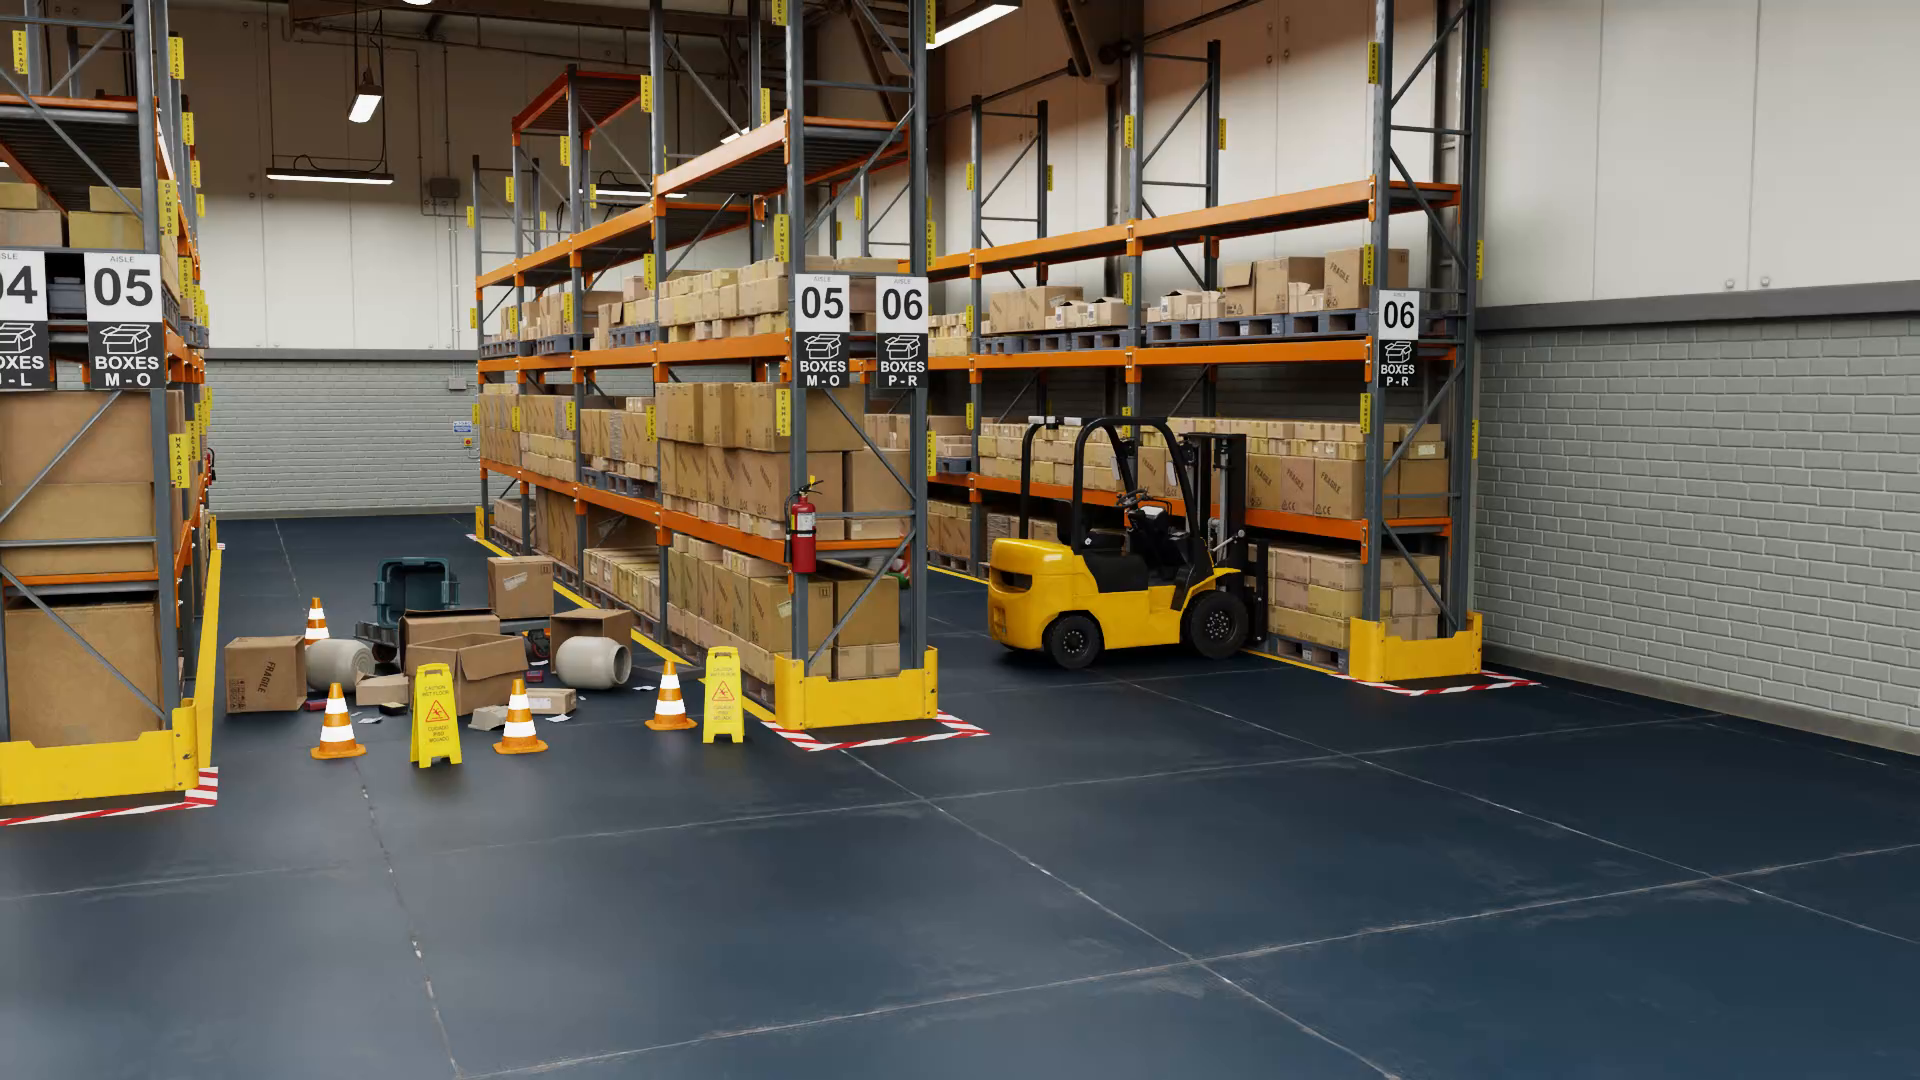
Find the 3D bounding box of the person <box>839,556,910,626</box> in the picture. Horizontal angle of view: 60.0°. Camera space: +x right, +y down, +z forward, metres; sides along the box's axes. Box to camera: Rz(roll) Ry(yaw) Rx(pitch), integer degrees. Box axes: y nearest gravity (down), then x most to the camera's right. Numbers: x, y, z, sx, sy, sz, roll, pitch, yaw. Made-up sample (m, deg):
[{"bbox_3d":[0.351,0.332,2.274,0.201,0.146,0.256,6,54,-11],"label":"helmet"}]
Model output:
[{"bbox_3d":[-0.829,0.402,16.777,0.882,0.954,0.565,-2,6,-24],"label":"person"}]
